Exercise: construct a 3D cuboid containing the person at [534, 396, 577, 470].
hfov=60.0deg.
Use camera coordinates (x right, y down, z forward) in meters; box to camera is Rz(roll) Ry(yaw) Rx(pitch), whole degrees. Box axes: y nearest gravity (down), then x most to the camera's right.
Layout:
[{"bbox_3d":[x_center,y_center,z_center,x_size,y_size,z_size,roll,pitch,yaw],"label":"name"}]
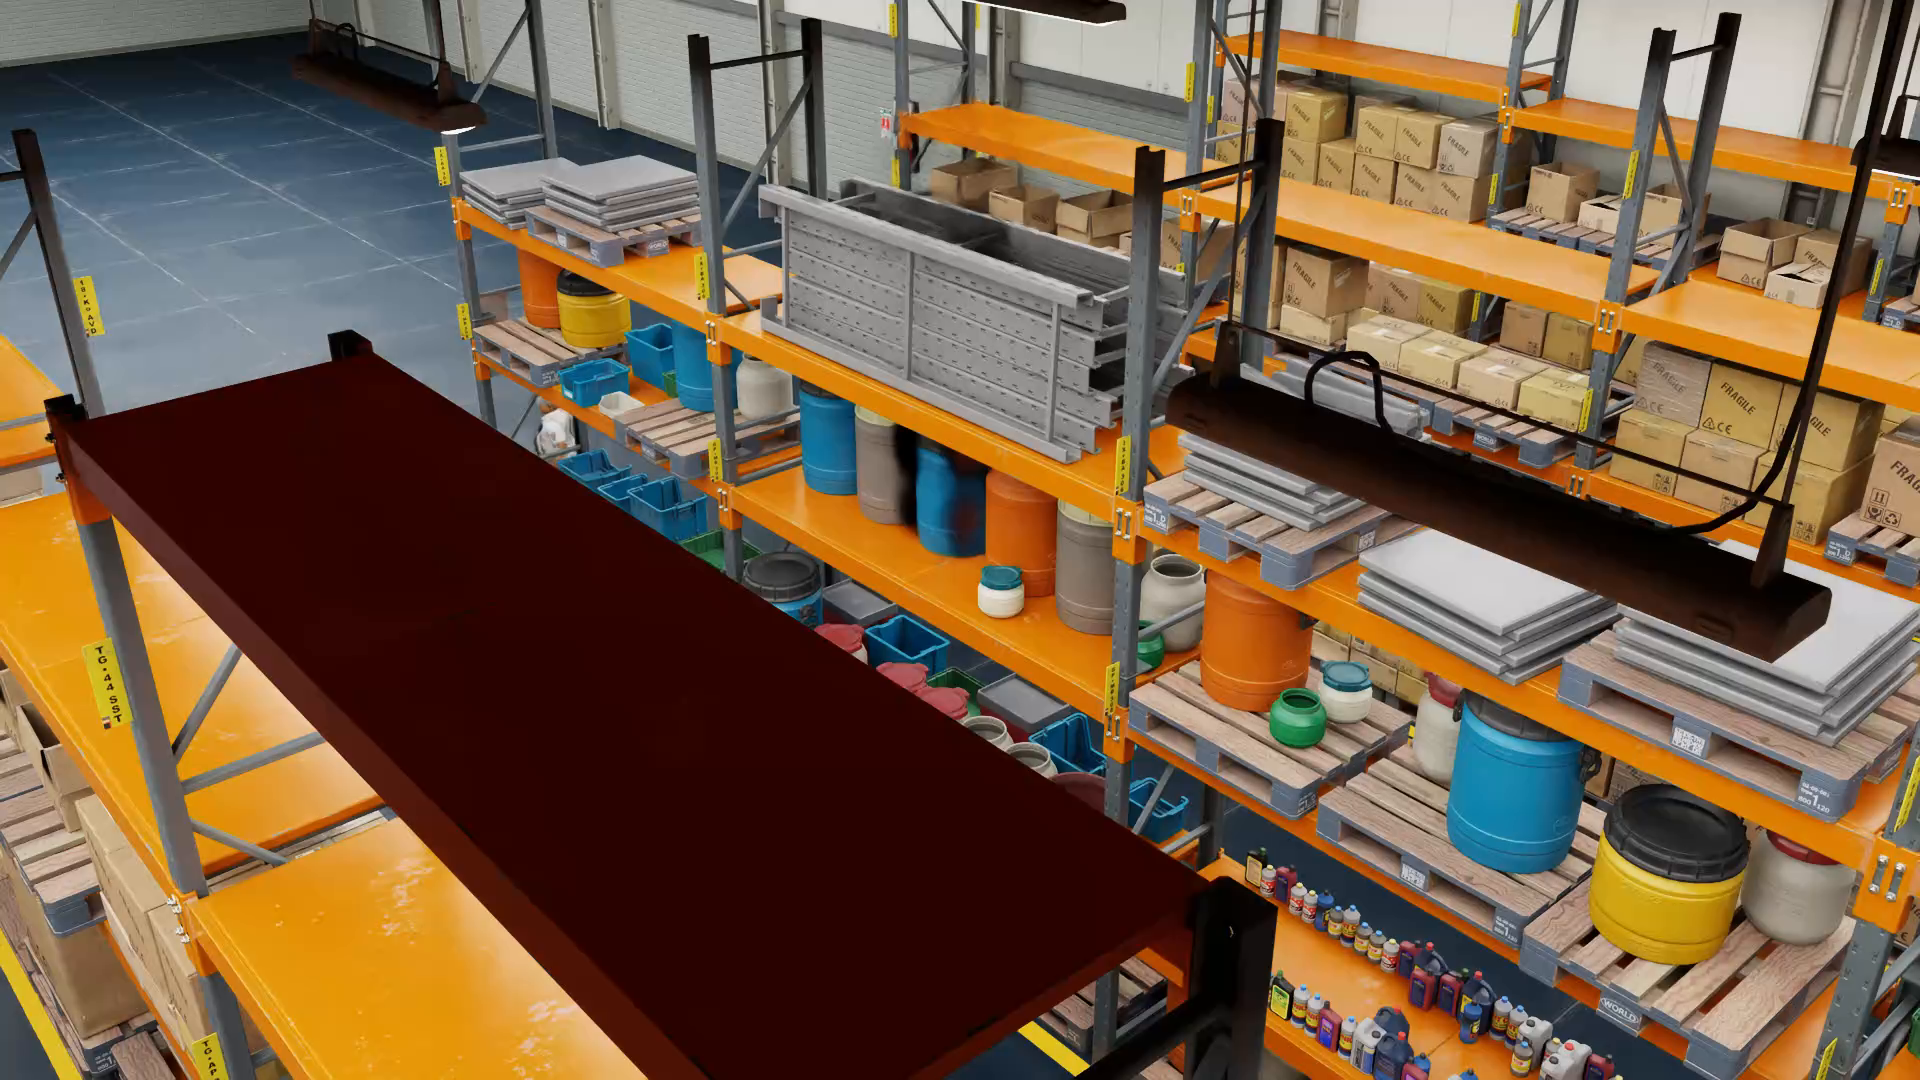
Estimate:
[{"bbox_3d":[-4.155,-0.824,17.403,0.837,1.640,0.714,1,27,2],"label":"person"}]
